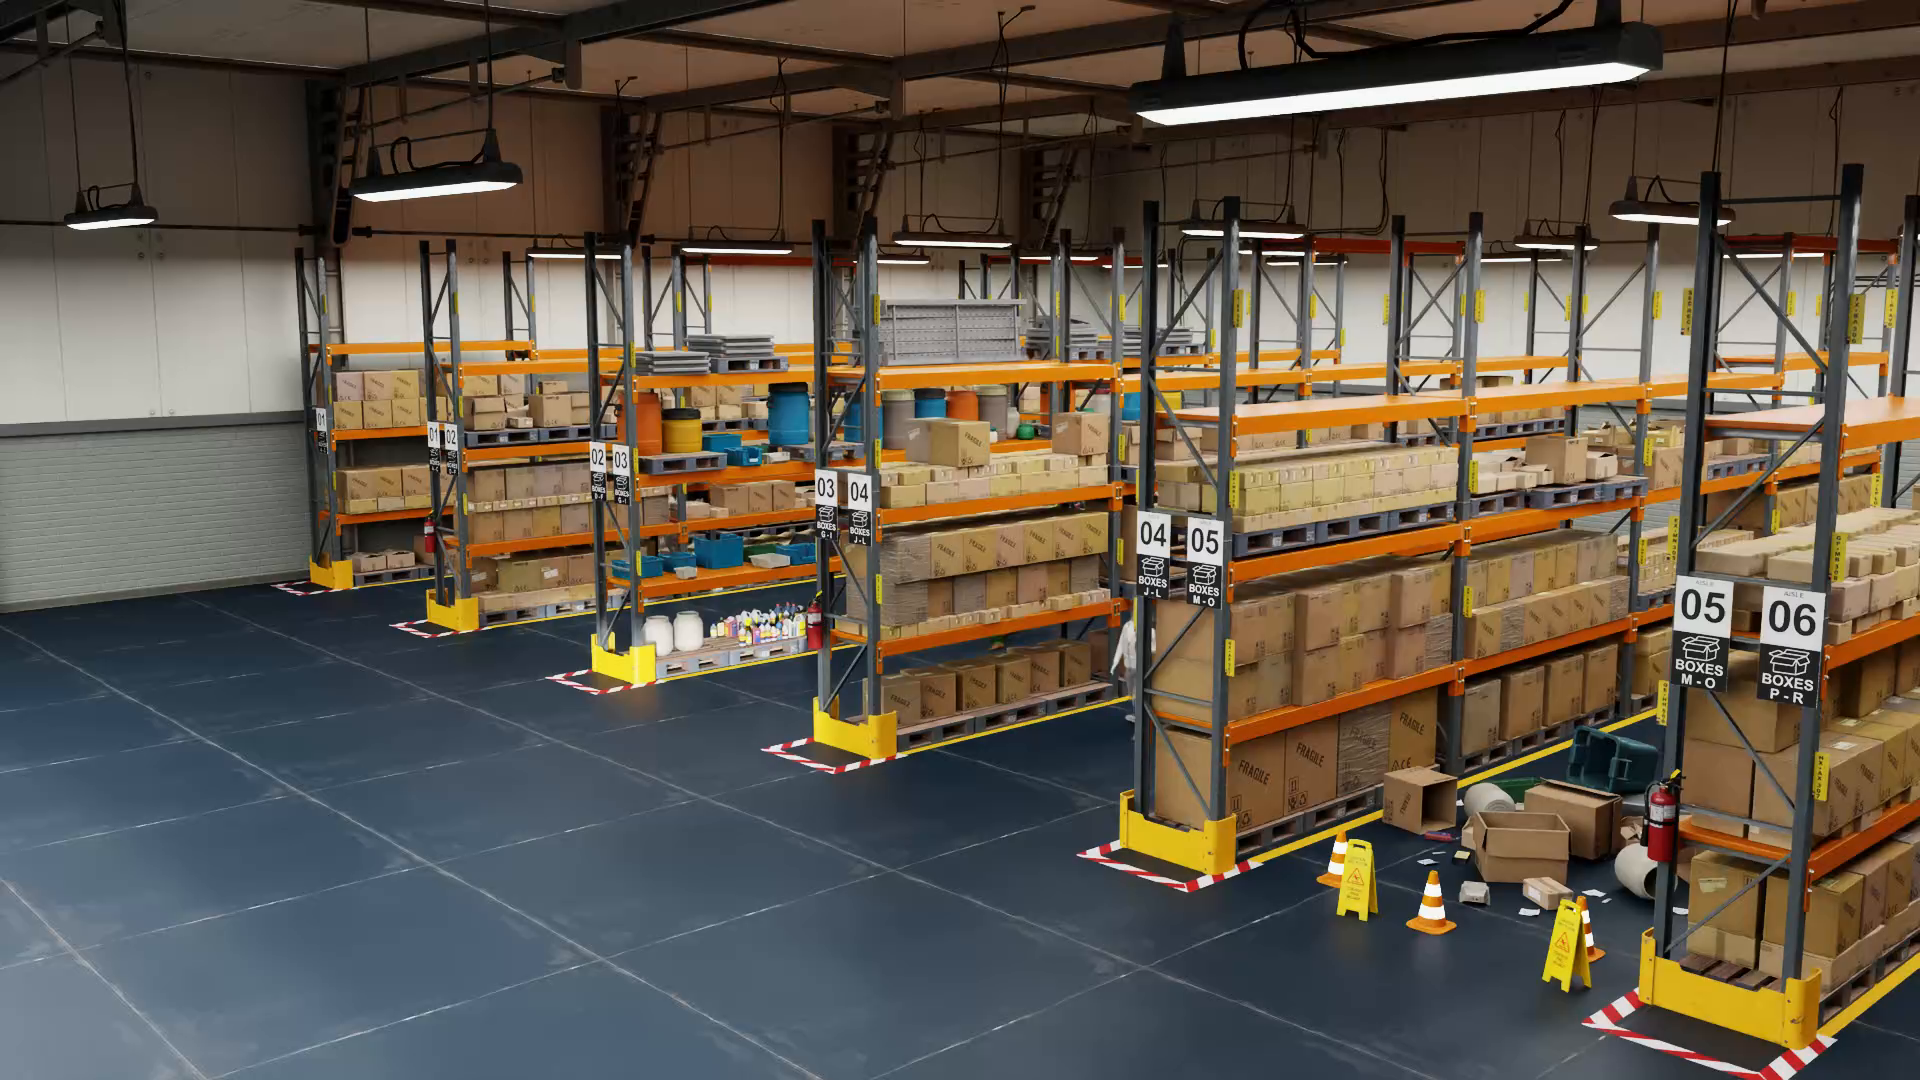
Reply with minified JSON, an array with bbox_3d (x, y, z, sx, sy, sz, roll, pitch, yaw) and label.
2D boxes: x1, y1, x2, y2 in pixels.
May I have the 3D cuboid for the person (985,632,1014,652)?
[{"bbox_3d":[0.589,0.774,24.401,0.698,1.725,0.786,-4,9,-23],"label":"person"}]

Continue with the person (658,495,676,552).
[{"bbox_3d":[-5.527,-0.251,30.926,0.609,1.704,0.975,8,12,44],"label":"person"}]

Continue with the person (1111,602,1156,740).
[{"bbox_3d":[2.098,1.493,19.728,0.714,1.614,0.779,-5,10,-33],"label":"person"}]
